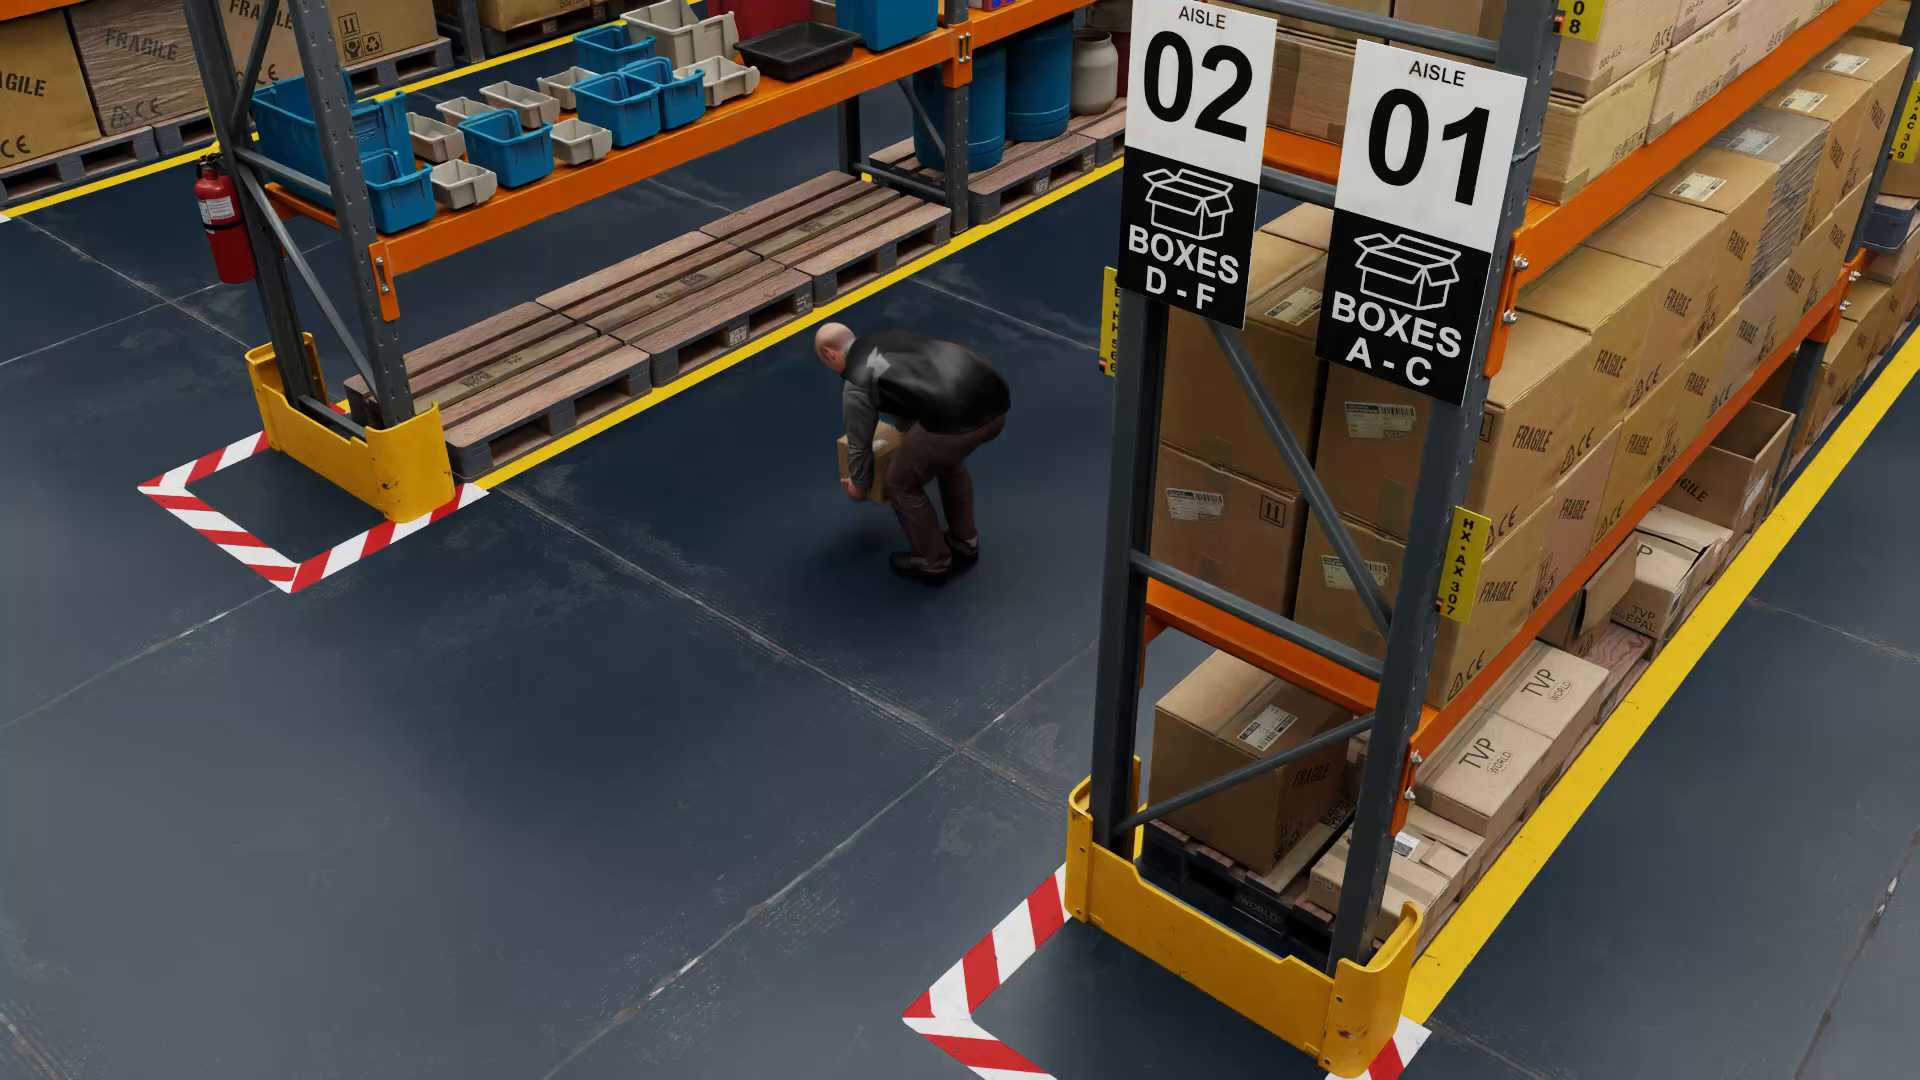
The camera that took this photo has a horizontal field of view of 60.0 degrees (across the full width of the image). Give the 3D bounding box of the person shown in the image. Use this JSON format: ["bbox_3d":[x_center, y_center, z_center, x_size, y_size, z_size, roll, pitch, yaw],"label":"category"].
[{"bbox_3d":[-0.178,-0.556,7.124,0.738,1.548,0.468,25,42,31],"label":"person"}]
